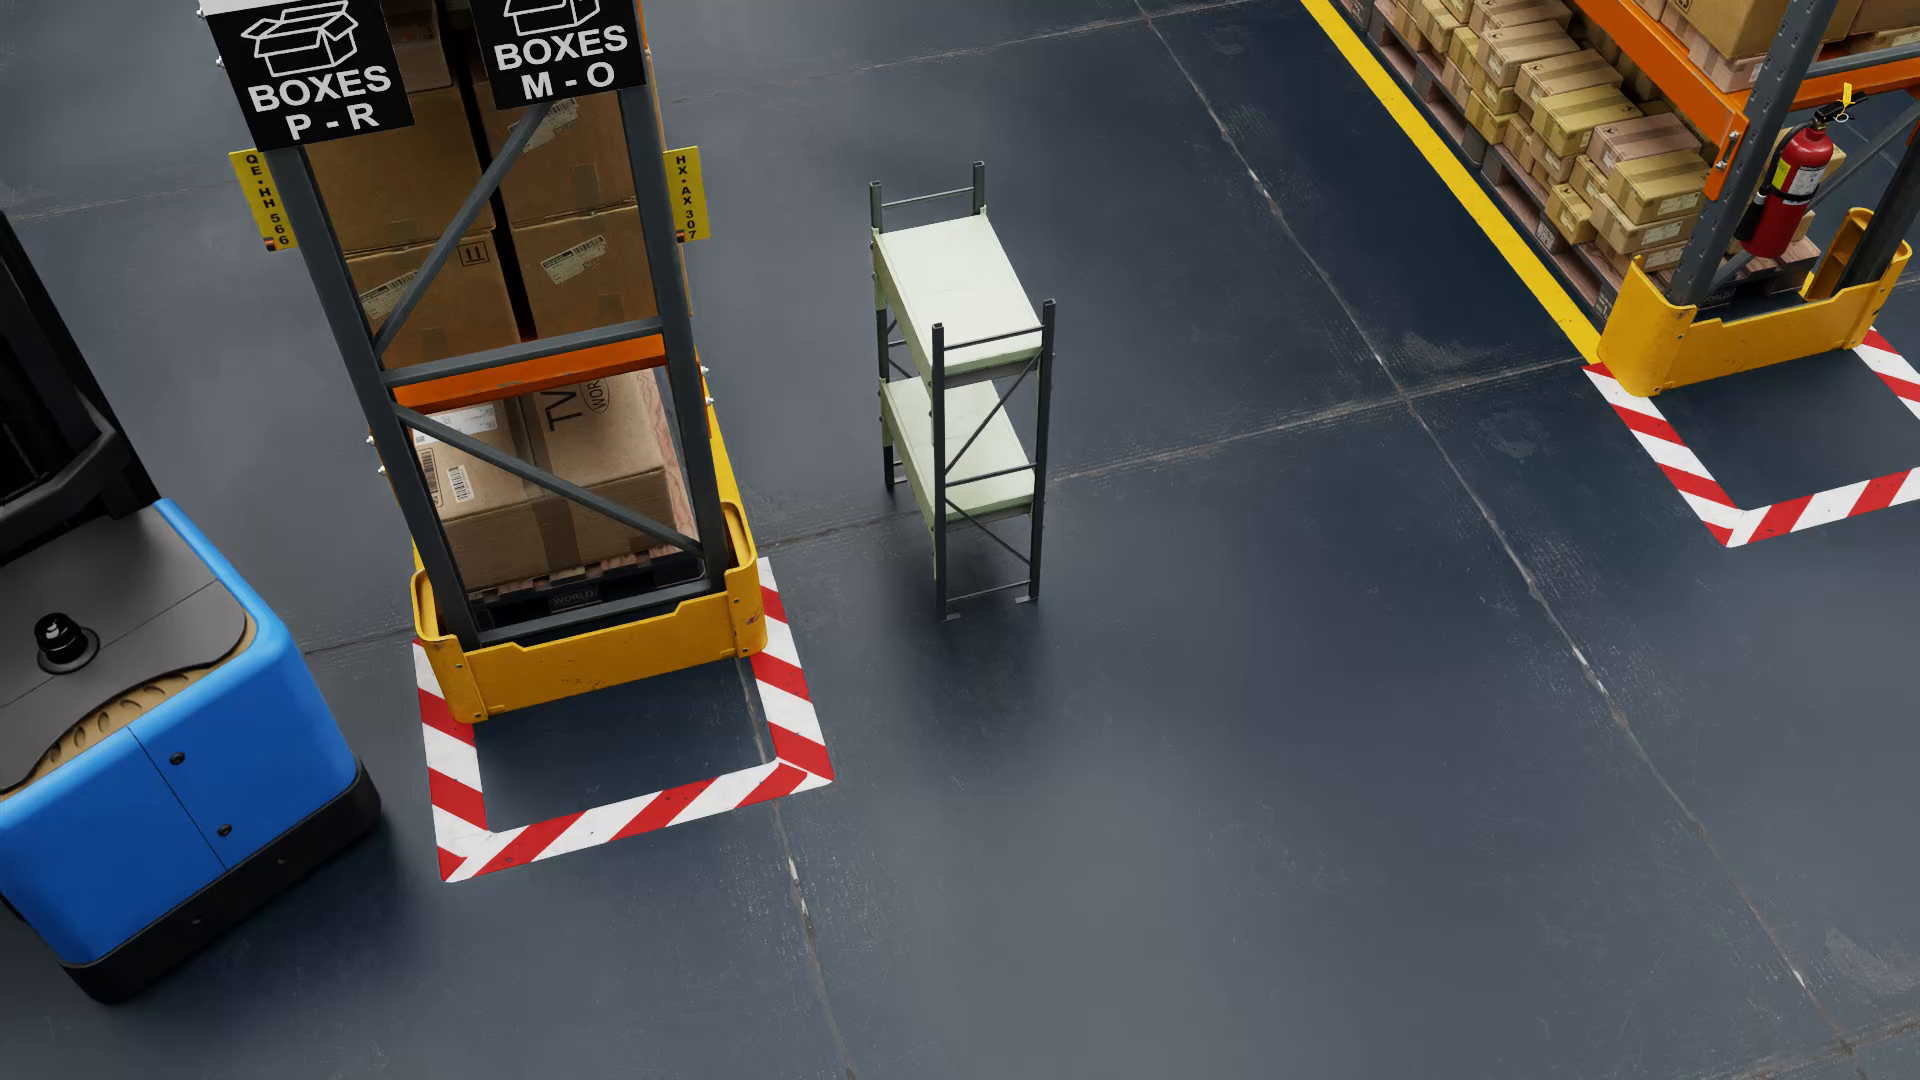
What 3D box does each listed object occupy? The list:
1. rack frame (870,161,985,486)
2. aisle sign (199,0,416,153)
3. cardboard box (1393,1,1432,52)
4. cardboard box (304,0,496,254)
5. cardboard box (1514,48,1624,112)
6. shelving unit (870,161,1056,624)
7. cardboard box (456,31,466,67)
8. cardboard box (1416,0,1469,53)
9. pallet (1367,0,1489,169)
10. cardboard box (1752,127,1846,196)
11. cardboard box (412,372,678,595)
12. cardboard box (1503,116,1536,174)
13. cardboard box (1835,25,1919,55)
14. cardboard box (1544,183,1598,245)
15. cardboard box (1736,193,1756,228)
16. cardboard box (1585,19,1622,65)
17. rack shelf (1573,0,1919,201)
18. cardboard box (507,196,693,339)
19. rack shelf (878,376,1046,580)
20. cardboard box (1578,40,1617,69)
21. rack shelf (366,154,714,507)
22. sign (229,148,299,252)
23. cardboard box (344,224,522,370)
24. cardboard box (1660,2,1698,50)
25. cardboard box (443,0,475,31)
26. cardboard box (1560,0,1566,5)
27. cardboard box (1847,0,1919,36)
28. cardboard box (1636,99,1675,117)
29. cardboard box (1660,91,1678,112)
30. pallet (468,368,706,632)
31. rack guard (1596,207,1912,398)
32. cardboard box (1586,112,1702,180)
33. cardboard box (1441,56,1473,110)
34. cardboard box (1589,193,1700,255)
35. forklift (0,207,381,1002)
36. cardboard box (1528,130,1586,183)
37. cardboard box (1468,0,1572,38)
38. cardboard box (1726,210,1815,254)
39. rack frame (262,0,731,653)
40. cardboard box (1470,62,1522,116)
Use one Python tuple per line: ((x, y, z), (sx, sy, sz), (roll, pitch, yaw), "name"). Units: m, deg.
((-0.110, -0.756, 6.196), (0.400, 1.500, 0.023), (-13, 51, -11), "rack frame")
((-1.594, -1.282, 3.958), (0.394, 0.787, 0.004), (-13, 51, -11), "aisle sign")
((2.420, -2.621, 8.377), (0.380, 0.149, 0.250), (-15, 51, -12), "cardboard box")
((-1.689, -1.220, 4.887), (0.500, 0.500, 0.500), (-12, 51, -10), "cardboard box")
((2.748, -2.058, 7.514), (0.380, 0.149, 0.250), (-15, 52, -12), "cardboard box")
((-0.002, -0.488, 5.970), (0.431, 1.500, 0.755), (-13, 51, -11), "shelving unit")
((-2.010, -1.635, 5.891), (0.500, 0.500, 0.500), (-12, 51, -10), "cardboard box")
((2.464, -2.534, 8.109), (0.380, 0.149, 0.250), (-13, 51, -11), "cardboard box")
((2.794, -2.408, 8.431), (1.003, 0.211, 1.213), (-13, 51, -11), "pallet")
((3.550, -1.628, 7.151), (0.380, 0.149, 0.250), (-15, 52, -13), "cardboard box")
((-1.610, -0.336, 6.262), (0.875, 0.438, 0.875), (-15, 51, -12), "cardboard box")
((2.771, -1.869, 7.743), (0.380, 0.149, 0.250), (-13, 51, -11), "cardboard box")
((3.597, -1.990, 6.420), (0.380, 0.149, 0.250), (-14, 51, -11), "cardboard box")
((2.852, -1.479, 7.414), (0.380, 0.149, 0.250), (-12, 51, -10), "cardboard box")
((3.470, -1.513, 7.249), (0.380, 0.149, 0.250), (-11, 51, -9), "cardboard box")
((3.176, -2.382, 7.787), (0.380, 0.149, 0.250), (-12, 51, -10), "cardboard box")
((2.789, -2.989, 7.568), (1.077, 0.370, 4.000), (-13, 51, -11), "rack shelf")
((-1.186, -1.015, 5.368), (0.500, 0.500, 0.500), (-14, 51, -11), "cardboard box")
((-0.002, -0.278, 6.220), (0.431, 0.370, 0.720), (-13, 51, -11), "rack shelf")
((3.145, -2.269, 7.886), (0.380, 0.149, 0.250), (-16, 52, -13), "cardboard box")
((-1.910, -1.796, 6.562), (1.077, 0.370, 4.000), (-13, 51, -11), "rack shelf")
((-1.841, -0.904, 4.428), (0.100, 0.325, 0.005), (-13, 51, -11), "sign")
((-1.714, -0.892, 5.264), (0.500, 0.500, 0.500), (-13, 51, -11), "cardboard box")
((2.976, -2.043, 6.465), (0.380, 0.149, 0.250), (-13, 51, -11), "cardboard box")
((-1.305, -1.628, 4.806), (0.380, 0.149, 0.250), (-12, 51, -10), "cardboard box")
((2.976, -2.746, 8.094), (0.380, 0.149, 0.250), (-13, 51, -11), "cardboard box")
((3.511, -2.278, 6.239), (0.500, 0.500, 0.500), (-11, 51, -9), "cardboard box")
((3.286, -1.885, 7.562), (0.380, 0.149, 0.250), (-13, 51, -11), "cardboard box")
((3.401, -2.015, 7.477), (0.380, 0.149, 0.250), (-13, 51, -11), "cardboard box")
((-1.630, -0.234, 6.599), (1.003, 0.211, 1.213), (-13, 51, -11), "pallet")
((3.358, -1.010, 7.064), (1.175, 0.500, 0.348), (-13, 51, -11), "rack guard")
((2.962, -1.694, 7.207), (0.380, 0.149, 0.250), (-12, 51, -10), "cardboard box")
((2.574, -2.245, 8.060), (0.380, 0.149, 0.250), (-12, 51, -10), "cardboard box")
((2.951, -1.393, 7.148), (0.380, 0.149, 0.250), (-15, 51, -12), "cardboard box")
((-3.364, -0.520, 5.061), (1.130, 2.935, 3.031), (-37, 59, -27), "forklift")
((2.796, -1.772, 7.467), (0.380, 0.149, 0.250), (-15, 52, -12), "cardboard box")
((2.643, -2.459, 7.852), (0.380, 0.149, 0.250), (-15, 51, -12), "cardboard box")
((3.531, -1.432, 7.375), (0.380, 0.149, 0.250), (-12, 51, -10), "cardboard box")
((-1.319, -0.567, 5.056), (1.000, 3.000, 0.127), (-13, 51, -11), "rack frame")
((2.630, -2.148, 7.784), (0.380, 0.149, 0.250), (-13, 51, -10), "cardboard box")
